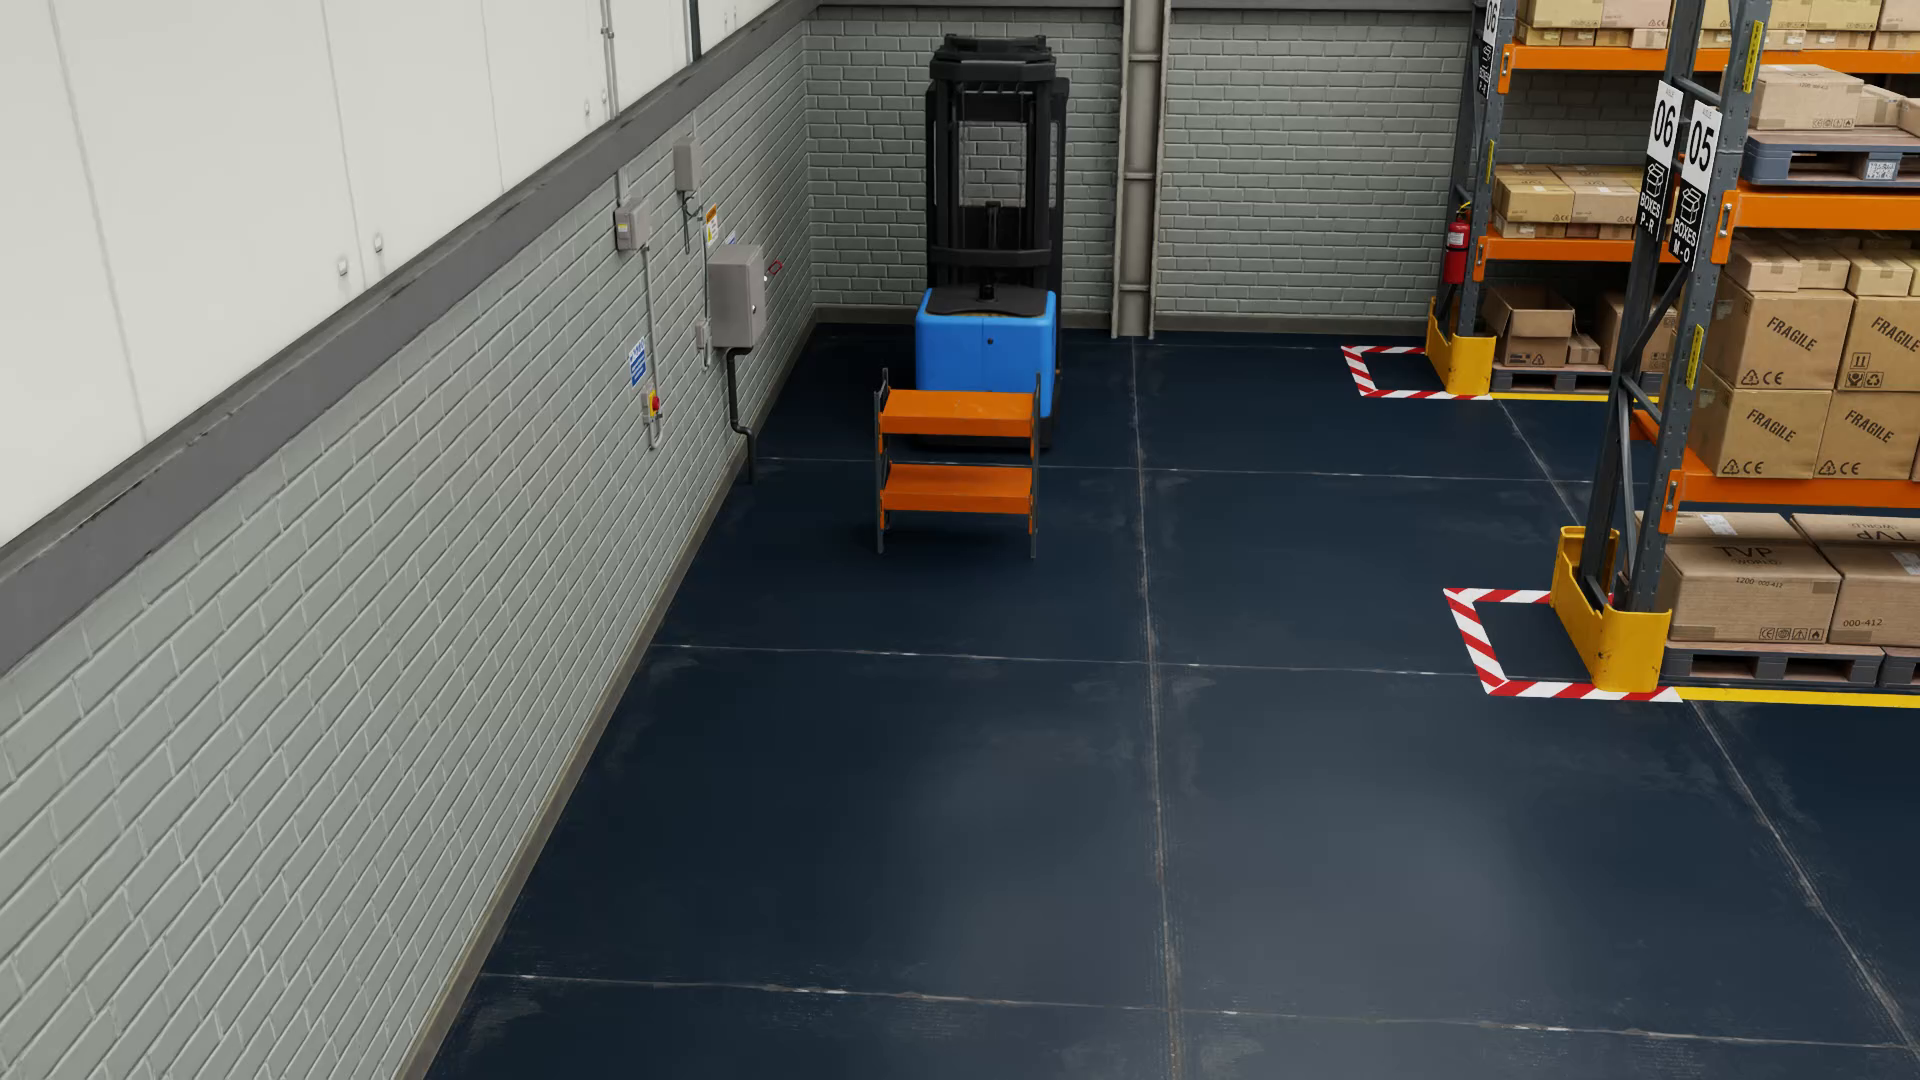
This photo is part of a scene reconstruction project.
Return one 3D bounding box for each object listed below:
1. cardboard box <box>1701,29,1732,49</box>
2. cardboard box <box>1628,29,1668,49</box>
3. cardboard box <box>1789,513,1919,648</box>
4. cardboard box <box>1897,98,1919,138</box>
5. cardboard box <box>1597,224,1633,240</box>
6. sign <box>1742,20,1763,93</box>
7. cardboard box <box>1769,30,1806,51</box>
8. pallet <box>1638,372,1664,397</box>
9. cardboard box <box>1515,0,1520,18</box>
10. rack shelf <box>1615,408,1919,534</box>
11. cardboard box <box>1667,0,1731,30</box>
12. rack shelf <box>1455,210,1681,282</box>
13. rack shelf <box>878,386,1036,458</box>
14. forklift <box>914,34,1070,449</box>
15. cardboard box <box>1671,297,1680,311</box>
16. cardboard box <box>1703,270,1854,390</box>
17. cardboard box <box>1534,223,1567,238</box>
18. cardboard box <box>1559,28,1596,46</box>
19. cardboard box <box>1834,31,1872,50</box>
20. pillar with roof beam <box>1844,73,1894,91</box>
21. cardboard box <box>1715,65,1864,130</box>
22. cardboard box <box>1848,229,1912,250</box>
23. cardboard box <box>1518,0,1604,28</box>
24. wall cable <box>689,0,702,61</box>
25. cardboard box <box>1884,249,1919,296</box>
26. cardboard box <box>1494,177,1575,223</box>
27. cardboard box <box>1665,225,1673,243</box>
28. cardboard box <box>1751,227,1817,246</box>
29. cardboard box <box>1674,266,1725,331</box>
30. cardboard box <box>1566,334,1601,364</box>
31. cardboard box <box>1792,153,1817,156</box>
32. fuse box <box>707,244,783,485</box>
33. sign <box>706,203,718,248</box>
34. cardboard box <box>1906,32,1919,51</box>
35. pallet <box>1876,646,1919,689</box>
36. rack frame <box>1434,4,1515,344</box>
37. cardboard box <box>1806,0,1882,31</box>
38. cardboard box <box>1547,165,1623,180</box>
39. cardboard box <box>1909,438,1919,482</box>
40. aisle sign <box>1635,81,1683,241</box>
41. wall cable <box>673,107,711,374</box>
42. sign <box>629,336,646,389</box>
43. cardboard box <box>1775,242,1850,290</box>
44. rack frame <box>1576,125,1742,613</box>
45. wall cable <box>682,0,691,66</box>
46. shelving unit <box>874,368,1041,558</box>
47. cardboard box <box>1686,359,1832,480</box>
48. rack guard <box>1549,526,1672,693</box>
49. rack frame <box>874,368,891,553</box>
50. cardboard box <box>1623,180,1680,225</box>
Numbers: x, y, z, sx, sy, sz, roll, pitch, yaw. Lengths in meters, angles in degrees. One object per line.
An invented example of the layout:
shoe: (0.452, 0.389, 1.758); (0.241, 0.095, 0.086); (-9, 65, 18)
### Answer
cardboard box: (5.785, -3.905, 12.859); (0.250, 0.149, 0.380); (2, 25, 3)
cardboard box: (5.272, -3.892, 12.832); (0.250, 0.149, 0.380); (2, 25, 5)
cardboard box: (5.416, 0.233, 9.718); (0.875, 0.438, 0.875); (2, 25, 5)
cardboard box: (4.905, -2.099, 8.314); (0.250, 0.149, 0.380); (3, 25, 6)
cardboard box: (5.290, -2.559, 13.523); (0.250, 0.149, 0.380); (3, 25, 6)
sign: (3.789, -2.310, 7.953); (0.005, 0.325, 0.100); (2, 25, 4)
cardboard box: (6.284, -3.860, 12.763); (0.250, 0.149, 0.380); (2, 25, 5)
pallet: (6.298, -1.480, 14.214); (1.213, 0.211, 1.003); (2, 25, 4)
cardboard box: (4.678, -4.343, 13.335); (0.500, 0.250, 0.500); (1, 25, 3)
rack shelf: (5.832, -0.355, 9.293); (4.000, 0.370, 1.077); (2, 25, 4)
cardboard box: (5.653, -4.087, 12.778); (0.500, 0.250, 0.500); (1, 25, 2)
rack shelf: (6.208, -2.423, 13.789); (4.000, 0.370, 1.077); (2, 25, 4)
rack shelf: (-0.007, -0.777, 10.893); (1.000, 0.278, 0.538); (2, 25, 4)
forklift: (0.298, -2.603, 13.401); (1.130, 2.935, 3.031); (2, 25, 5)
cardboard box: (6.185, -1.708, 13.862); (0.500, 0.500, 0.500); (2, 25, 5)
cardboard box: (4.294, -1.111, 8.760); (0.500, 0.500, 0.500); (1, 25, 3)
cardboard box: (4.778, -2.586, 13.583); (0.250, 0.149, 0.380); (2, 25, 5)
cardboard box: (4.777, -3.958, 12.976); (0.250, 0.149, 0.380); (2, 25, 5)
cardboard box: (6.801, -3.875, 12.795); (0.250, 0.149, 0.380); (3, 25, 6)
pillar with roof beam: (7.247, -4.015, 9.211); (0.400, 9.000, 9.100); (2, 25, 4)
cardboard box: (4.293, -2.299, 8.627); (0.500, 0.250, 0.500); (0, 25, -1)
cardboard box: (4.978, -1.615, 9.080); (0.250, 0.149, 0.380); (2, 25, 5)
cardboard box: (4.635, -4.116, 12.841); (0.500, 0.250, 0.500); (2, 25, 3)
wall cable: (-1.544, -5.026, 11.362); (0.133, 3.039, 2.988); (2, 25, 4)
cardboard box: (4.951, -1.377, 8.563); (0.250, 0.149, 0.380); (1, 25, 2)
cardboard box: (4.646, -2.754, 13.471); (0.500, 0.250, 0.500); (2, 25, 4)
cardboard box: (5.801, -2.513, 13.424); (0.250, 0.149, 0.380); (1, 25, 2)
cardboard box: (4.466, -1.614, 9.077); (0.250, 0.149, 0.380); (2, 25, 5)
cardboard box: (4.337, -1.329, 9.234); (0.500, 0.500, 0.500); (3, 25, 6)
cardboard box: (5.237, -1.621, 14.093); (0.250, 0.149, 0.380); (1, 25, 2)
cardboard box: (6.738, -3.253, 13.657); (0.500, 0.500, 0.500); (1, 25, 3)
fuse box: (-1.480, -1.202, 11.814); (0.414, 1.711, 0.539); (2, 25, 4)
sign: (-1.691, -2.146, 11.337); (0.001, 0.242, 0.339); (2, 25, 4)
cardboard box: (7.310, -3.845, 12.729); (0.250, 0.149, 0.380); (3, 25, 6)
pallet: (5.854, 0.555, 9.792); (1.213, 0.211, 1.003); (2, 25, 4)
rack frame: (4.214, -2.814, 13.778); (0.127, 3.000, 1.000); (2, 25, 4)
cardboard box: (6.673, -4.060, 12.721); (0.500, 0.250, 0.500); (2, 25, 5)
cardboard box: (5.207, -2.960, 13.918); (0.500, 0.250, 0.500); (2, 25, 4)
cardboard box: (5.306, -0.627, 8.906); (0.500, 0.500, 0.500); (2, 25, 4)
aisle sign: (3.790, -2.058, 9.024); (0.004, 0.787, 0.394); (2, 25, 4)
wall cable: (-1.689, -1.969, 10.726); (0.122, 1.984, 0.588); (2, 25, 4)
sign: (-1.851, -1.021, 9.557); (0.001, 0.218, 0.327); (2, 25, 4)
cardboard box: (4.437, -1.434, 8.687); (0.250, 0.149, 0.380); (2, 25, 5)
rack frame: (3.838, -0.745, 9.282); (0.127, 3.000, 1.000); (2, 25, 4)
wall cable: (-1.795, -3.849, 8.849); (0.029, 3.000, 2.355); (2, 25, 4)
shelving unit: (-0.007, -0.511, 11.015); (1.048, 1.125, 0.538); (2, 25, 4)
cardboard box: (4.294, -0.656, 8.967); (0.500, 0.500, 0.500); (2, 25, 4)
rack guard: (3.814, 0.389, 9.806); (0.348, 0.500, 1.175); (2, 25, 4)
rack frame: (-0.514, -0.527, 11.051); (0.032, 1.125, 0.500); (2, 25, 4)
cardboard box: (5.654, -2.724, 13.404); (0.500, 0.250, 0.500); (1, 25, 3)
